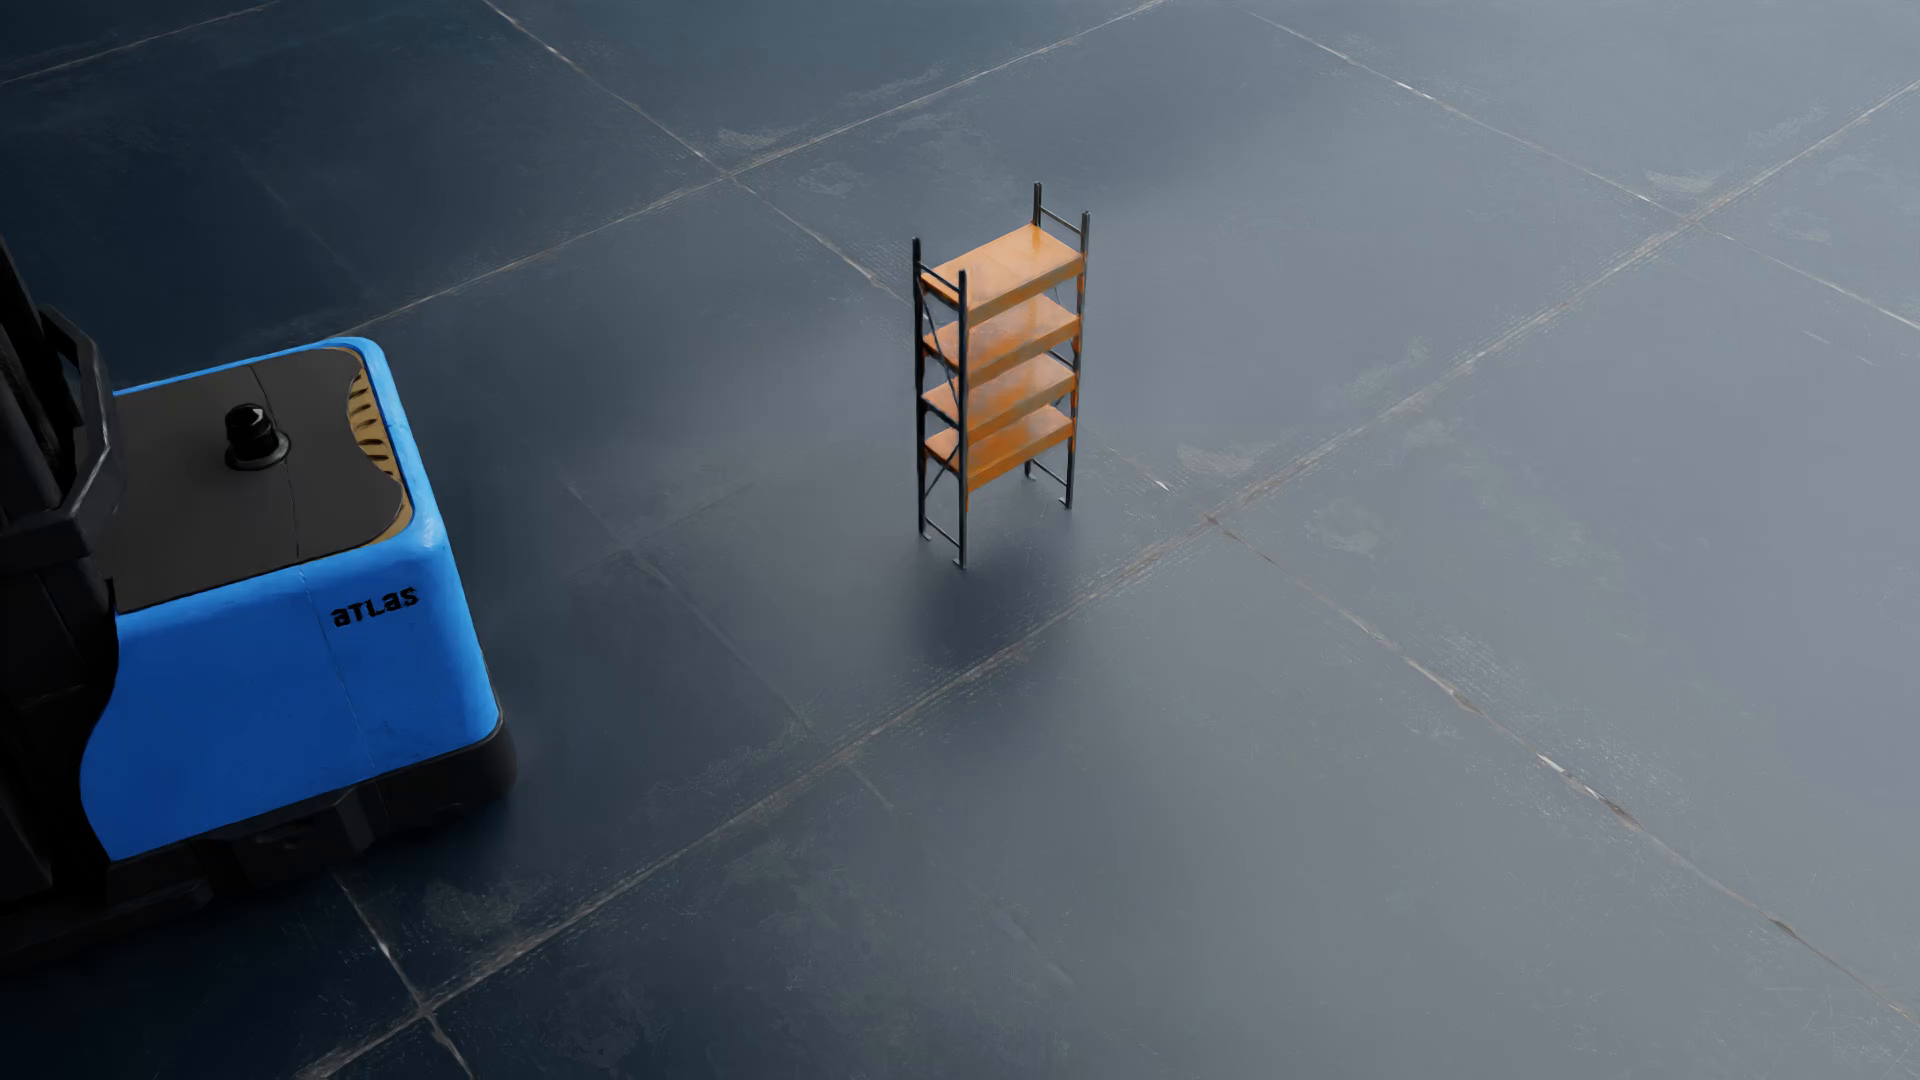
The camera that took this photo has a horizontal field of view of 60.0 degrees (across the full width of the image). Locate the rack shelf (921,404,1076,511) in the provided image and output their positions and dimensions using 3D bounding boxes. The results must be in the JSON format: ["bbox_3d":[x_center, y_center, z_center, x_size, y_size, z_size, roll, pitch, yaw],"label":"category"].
[{"bbox_3d":[0.127,-0.316,5.599,0.480,0.148,0.258,-30,51,-28],"label":"rack shelf"}]

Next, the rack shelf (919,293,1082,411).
[{"bbox_3d":[0.127,-0.624,5.310,0.480,0.148,0.258,-30,51,-28],"label":"rack shelf"}]

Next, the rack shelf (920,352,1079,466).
[{"bbox_3d":[0.127,-0.461,5.463,0.480,0.148,0.258,-30,51,-28],"label":"rack shelf"}]

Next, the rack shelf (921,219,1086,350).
[{"bbox_3d":[0.127,-0.796,5.148,0.480,0.148,0.258,-30,51,-28],"label":"rack shelf"}]

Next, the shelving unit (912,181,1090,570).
[{"bbox_3d":[0.127,-0.510,5.417,0.503,1.200,0.258,-30,51,-28],"label":"shelving unit"}]

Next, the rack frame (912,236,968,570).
[{"bbox_3d":[-0.060,-0.403,5.303,0.015,1.200,0.240,-30,51,-28],"label":"rack frame"}]

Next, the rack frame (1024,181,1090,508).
[{"bbox_3d":[0.314,-0.617,5.531,0.015,1.200,0.240,-30,51,-28],"label":"rack frame"}]

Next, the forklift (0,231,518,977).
[{"bbox_3d":[-2.865,-0.176,3.797,3.031,2.935,1.130,-18,46,-18],"label":"forklift"}]
